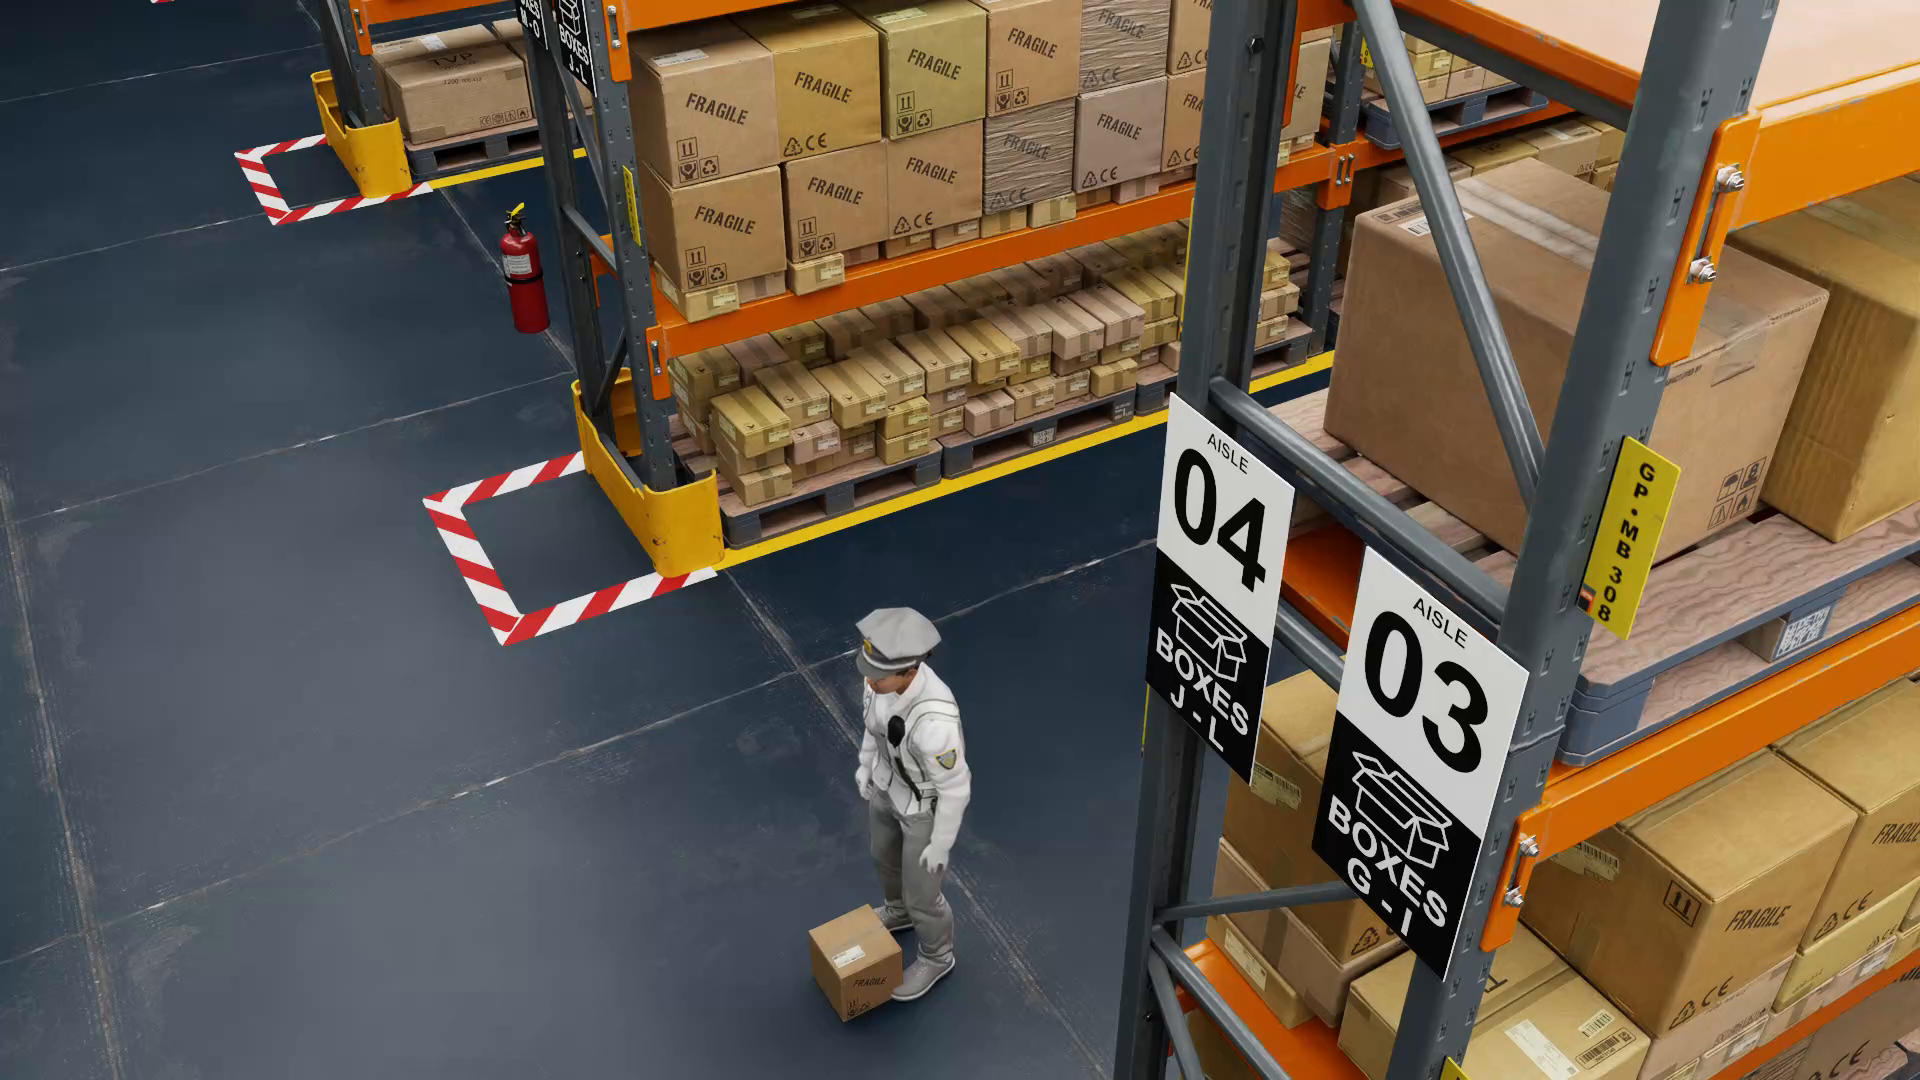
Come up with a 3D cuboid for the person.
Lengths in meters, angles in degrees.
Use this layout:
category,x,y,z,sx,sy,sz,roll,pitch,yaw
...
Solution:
category,x,y,z,sx,sy,sz,roll,pitch,yaw
person,-0.170,0.902,5.725,0.369,1.667,0.547,-21,42,-26
